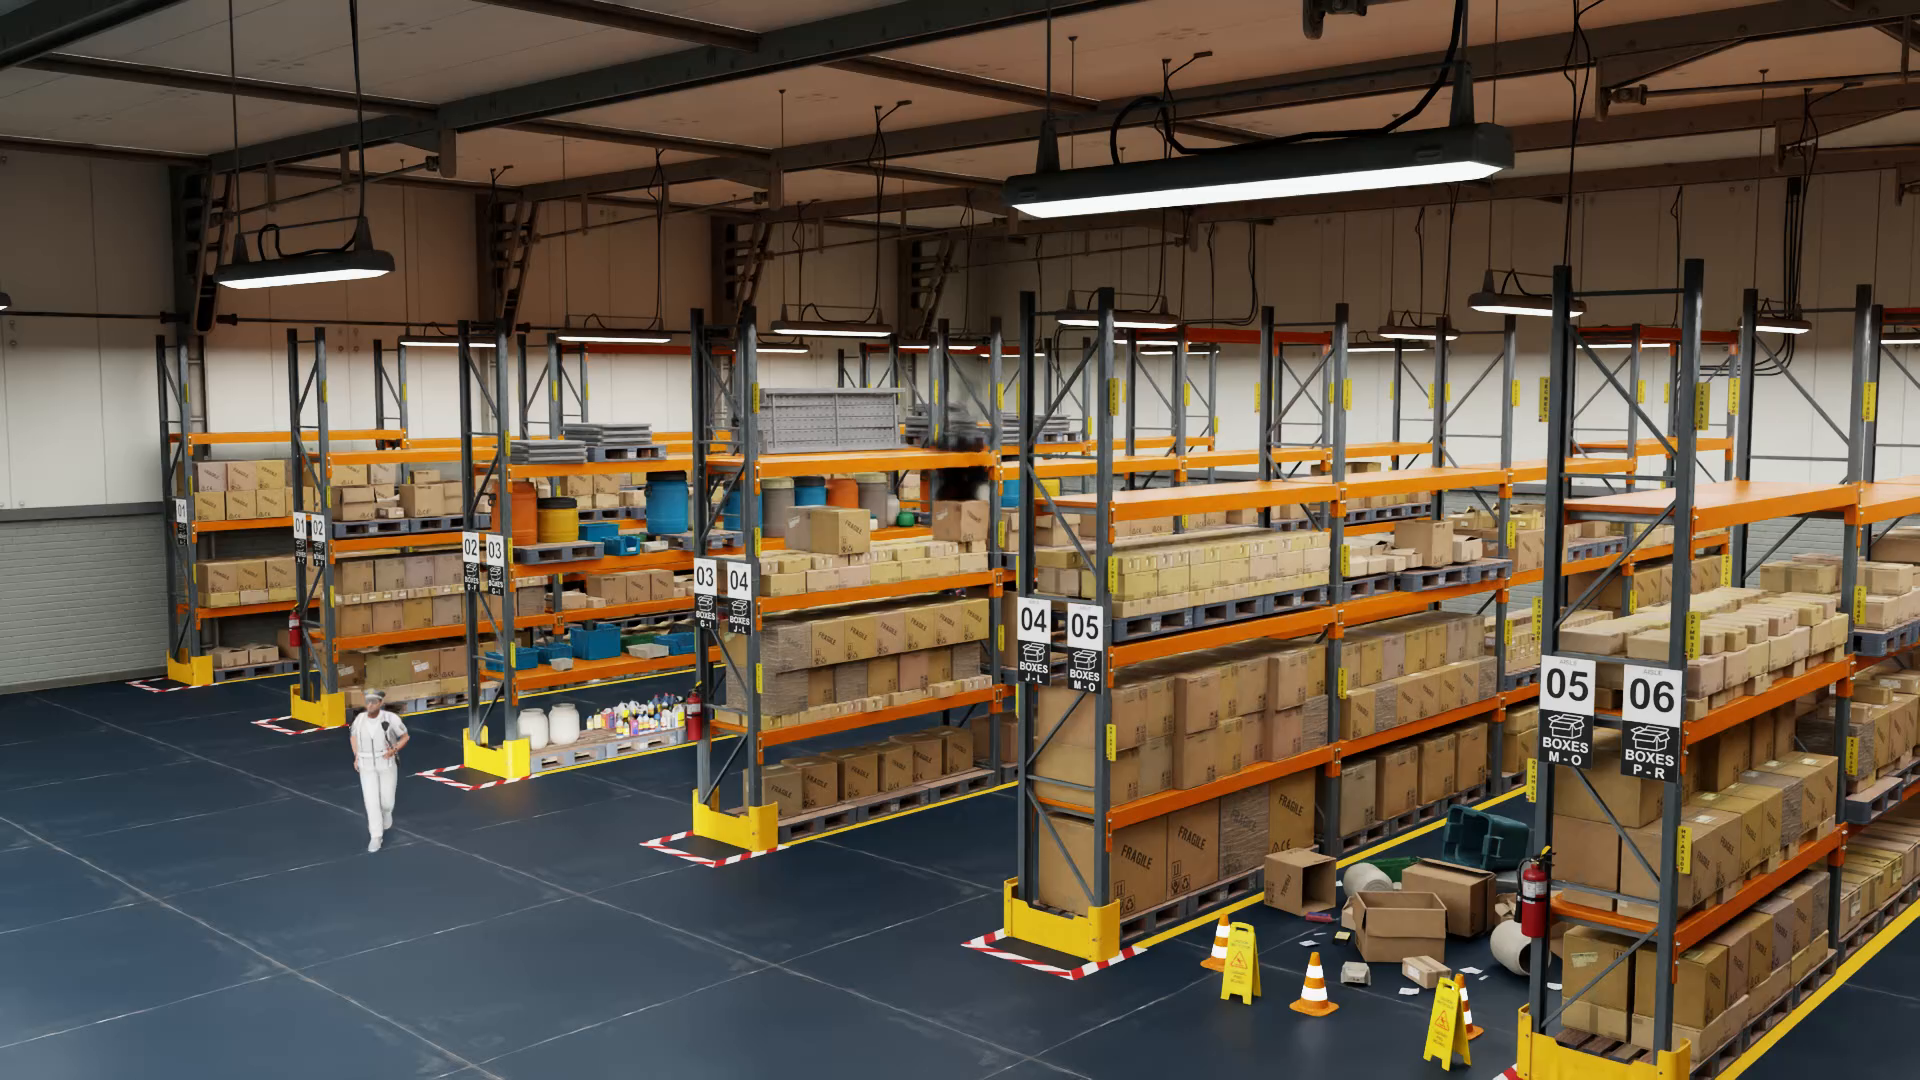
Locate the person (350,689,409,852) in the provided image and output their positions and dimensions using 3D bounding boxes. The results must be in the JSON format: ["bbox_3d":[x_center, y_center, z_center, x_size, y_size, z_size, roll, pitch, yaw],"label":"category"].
[{"bbox_3d":[-6.540,2.540,18.725,0.654,1.787,0.793,-1,5,-10],"label":"person"}]
